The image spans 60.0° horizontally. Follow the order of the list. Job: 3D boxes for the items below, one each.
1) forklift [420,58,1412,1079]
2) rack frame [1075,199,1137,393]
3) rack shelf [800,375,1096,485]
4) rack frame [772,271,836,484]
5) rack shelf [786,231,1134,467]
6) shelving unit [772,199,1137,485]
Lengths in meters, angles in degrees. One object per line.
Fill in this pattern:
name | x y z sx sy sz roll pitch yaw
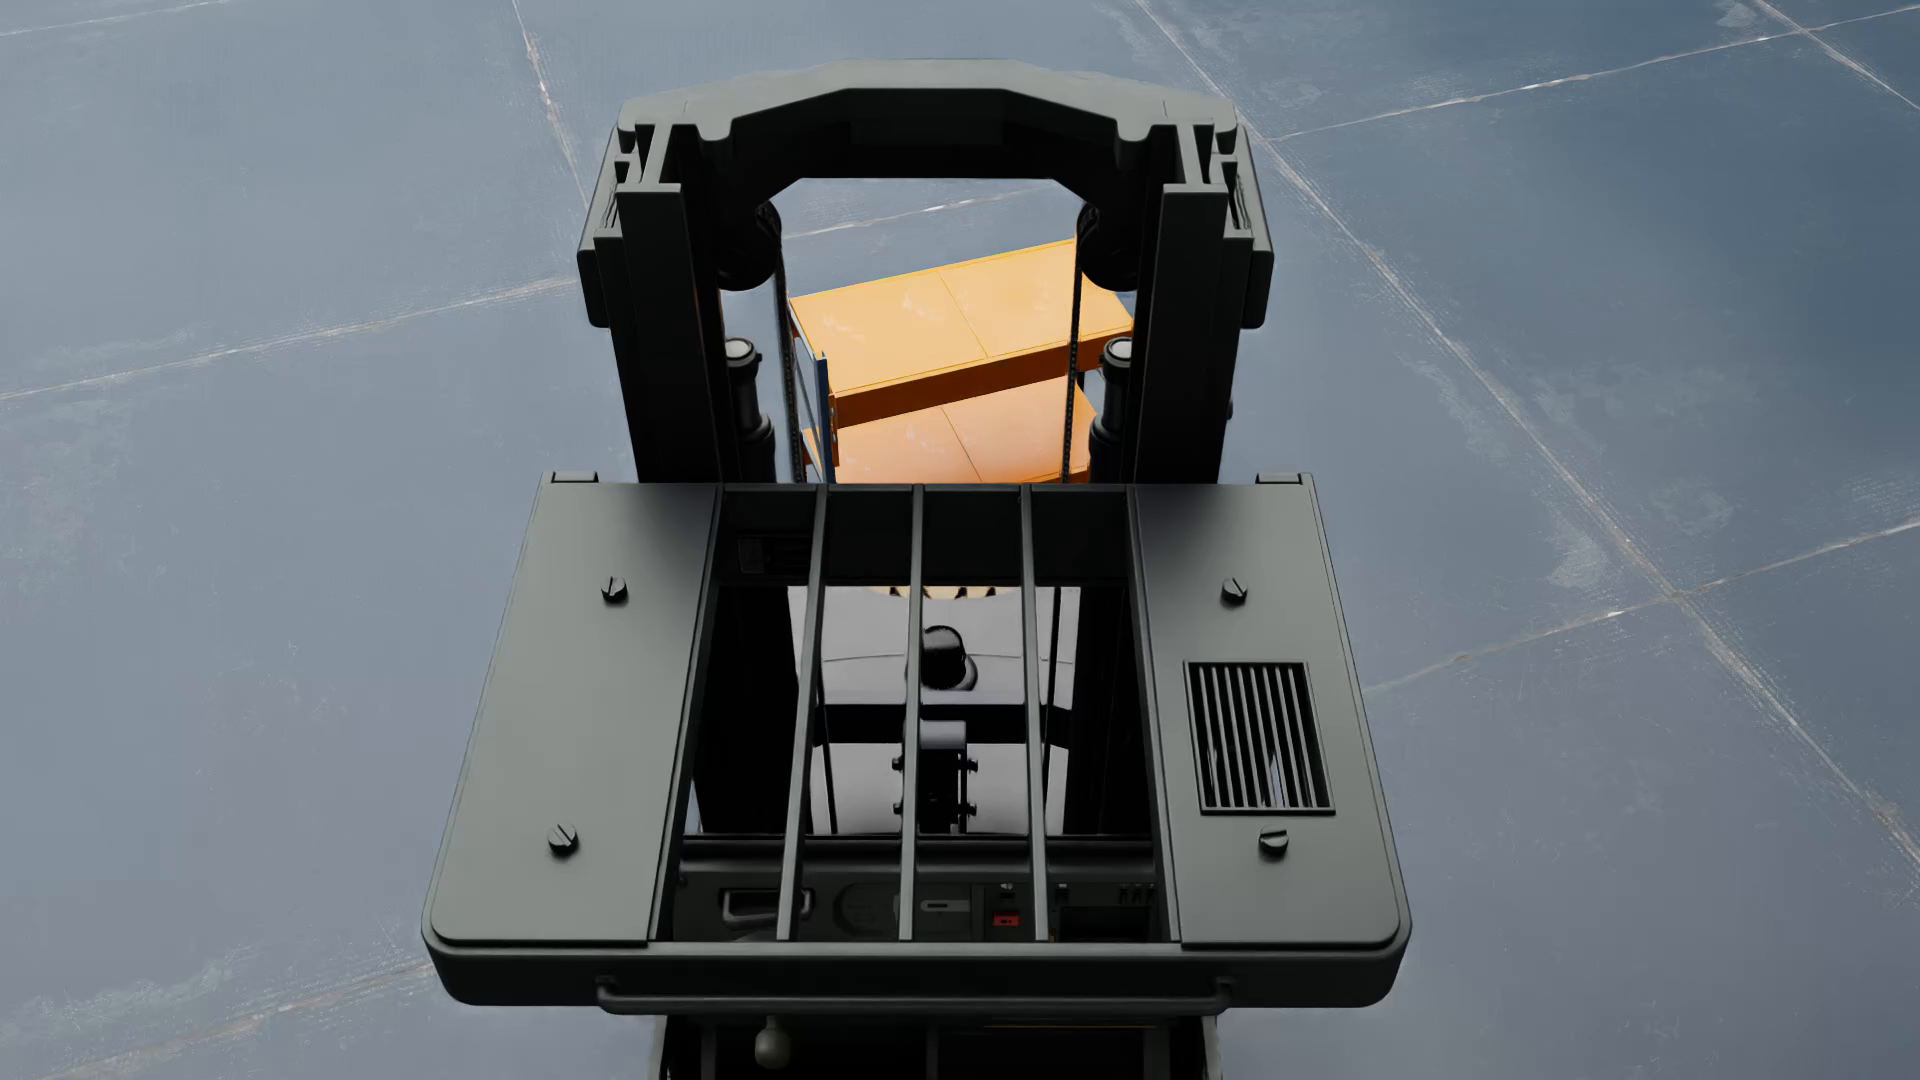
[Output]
forklift | -0.047 0.846 2.838 1.130 2.935 3.031 0 45 0
rack frame | 0.485 -0.521 5.475 0.032 1.125 0.500 -14 47 -14
rack shelf | 0.006 -0.226 5.526 1.000 0.278 0.538 -14 47 -14
rack frame | -0.472 -0.276 5.231 0.032 1.125 0.500 -14 47 -14
rack shelf | 0.006 -0.605 5.146 1.000 0.278 0.538 -14 47 -14
shelving unit | 0.006 -0.399 5.353 1.048 1.125 0.538 -14 47 -14
